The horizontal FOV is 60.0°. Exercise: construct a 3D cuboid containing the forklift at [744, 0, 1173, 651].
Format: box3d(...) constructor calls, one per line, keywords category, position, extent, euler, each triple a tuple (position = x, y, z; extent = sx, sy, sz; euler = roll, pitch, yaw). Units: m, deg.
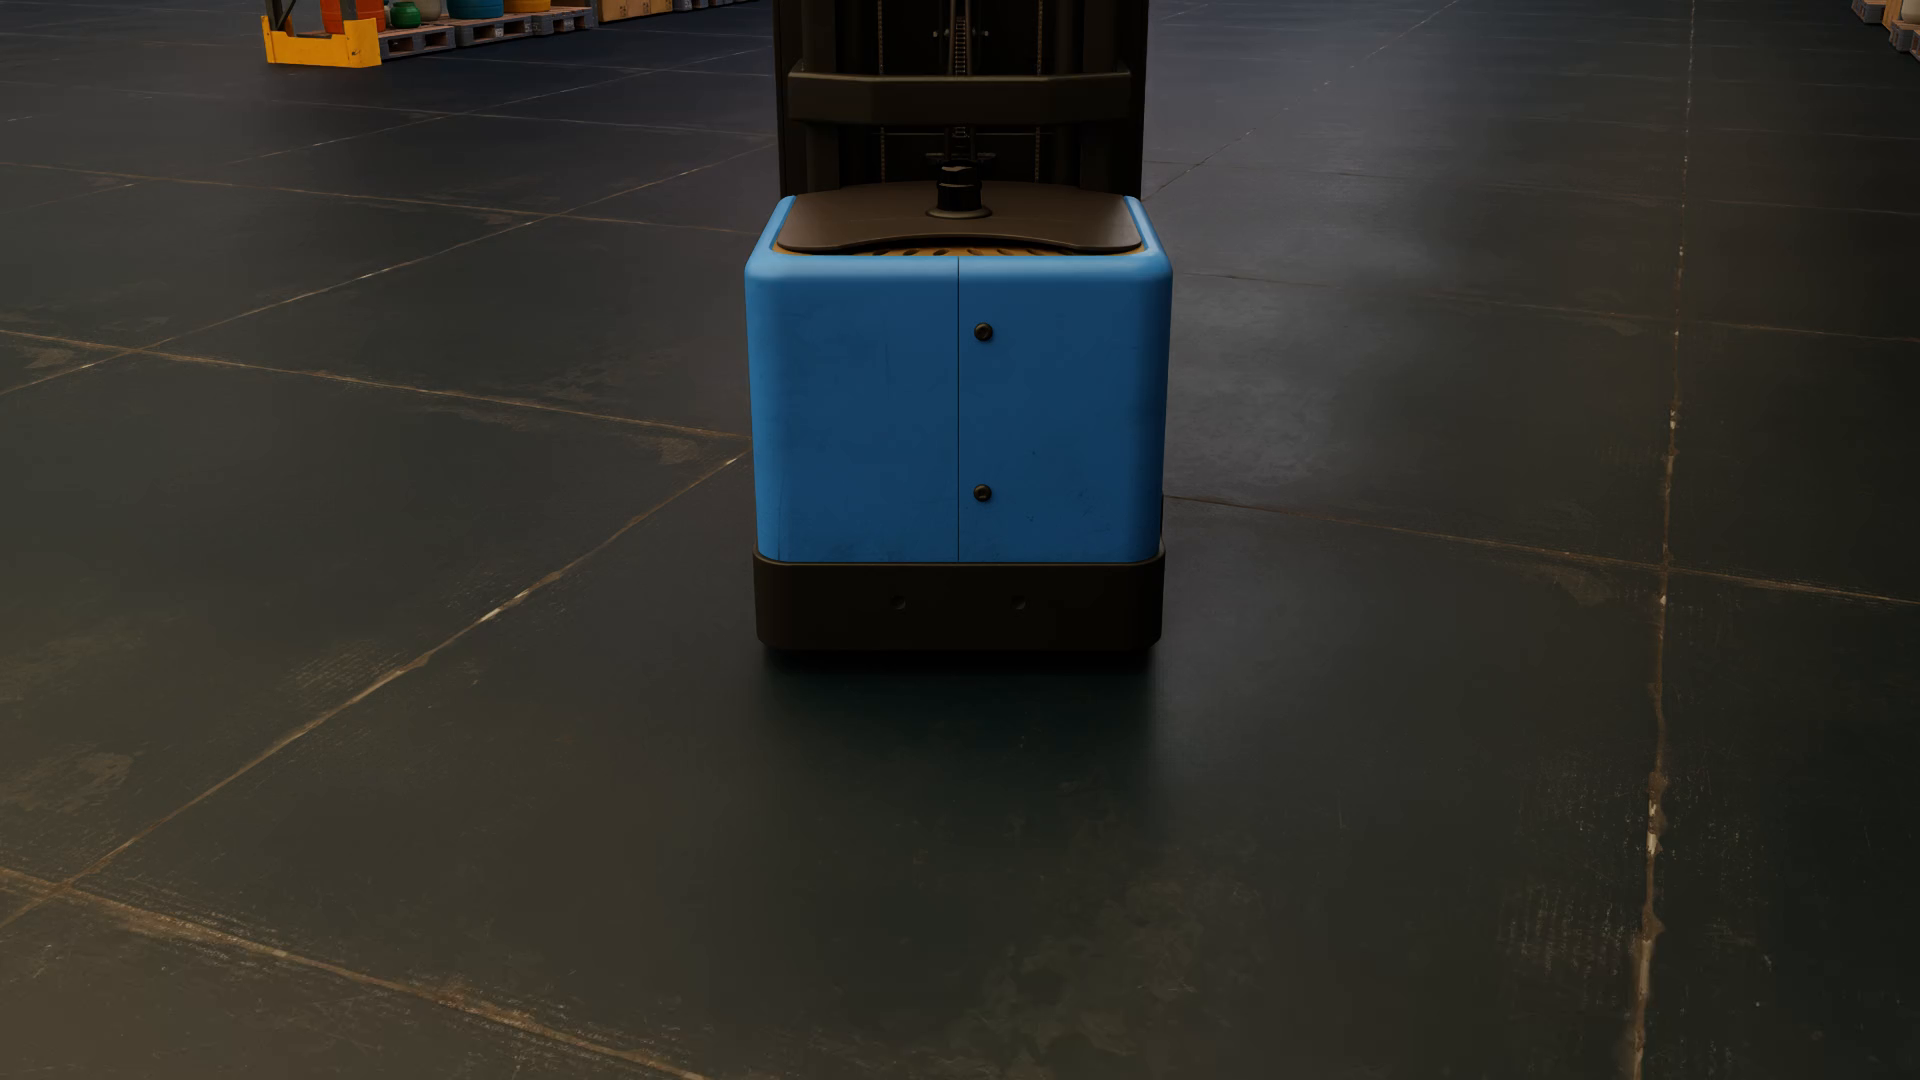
box3d(category="forklift", position=(0.002, -1.587, 5.089), extent=(1.130, 2.935, 3.031), euler=(0, 23, 0))
